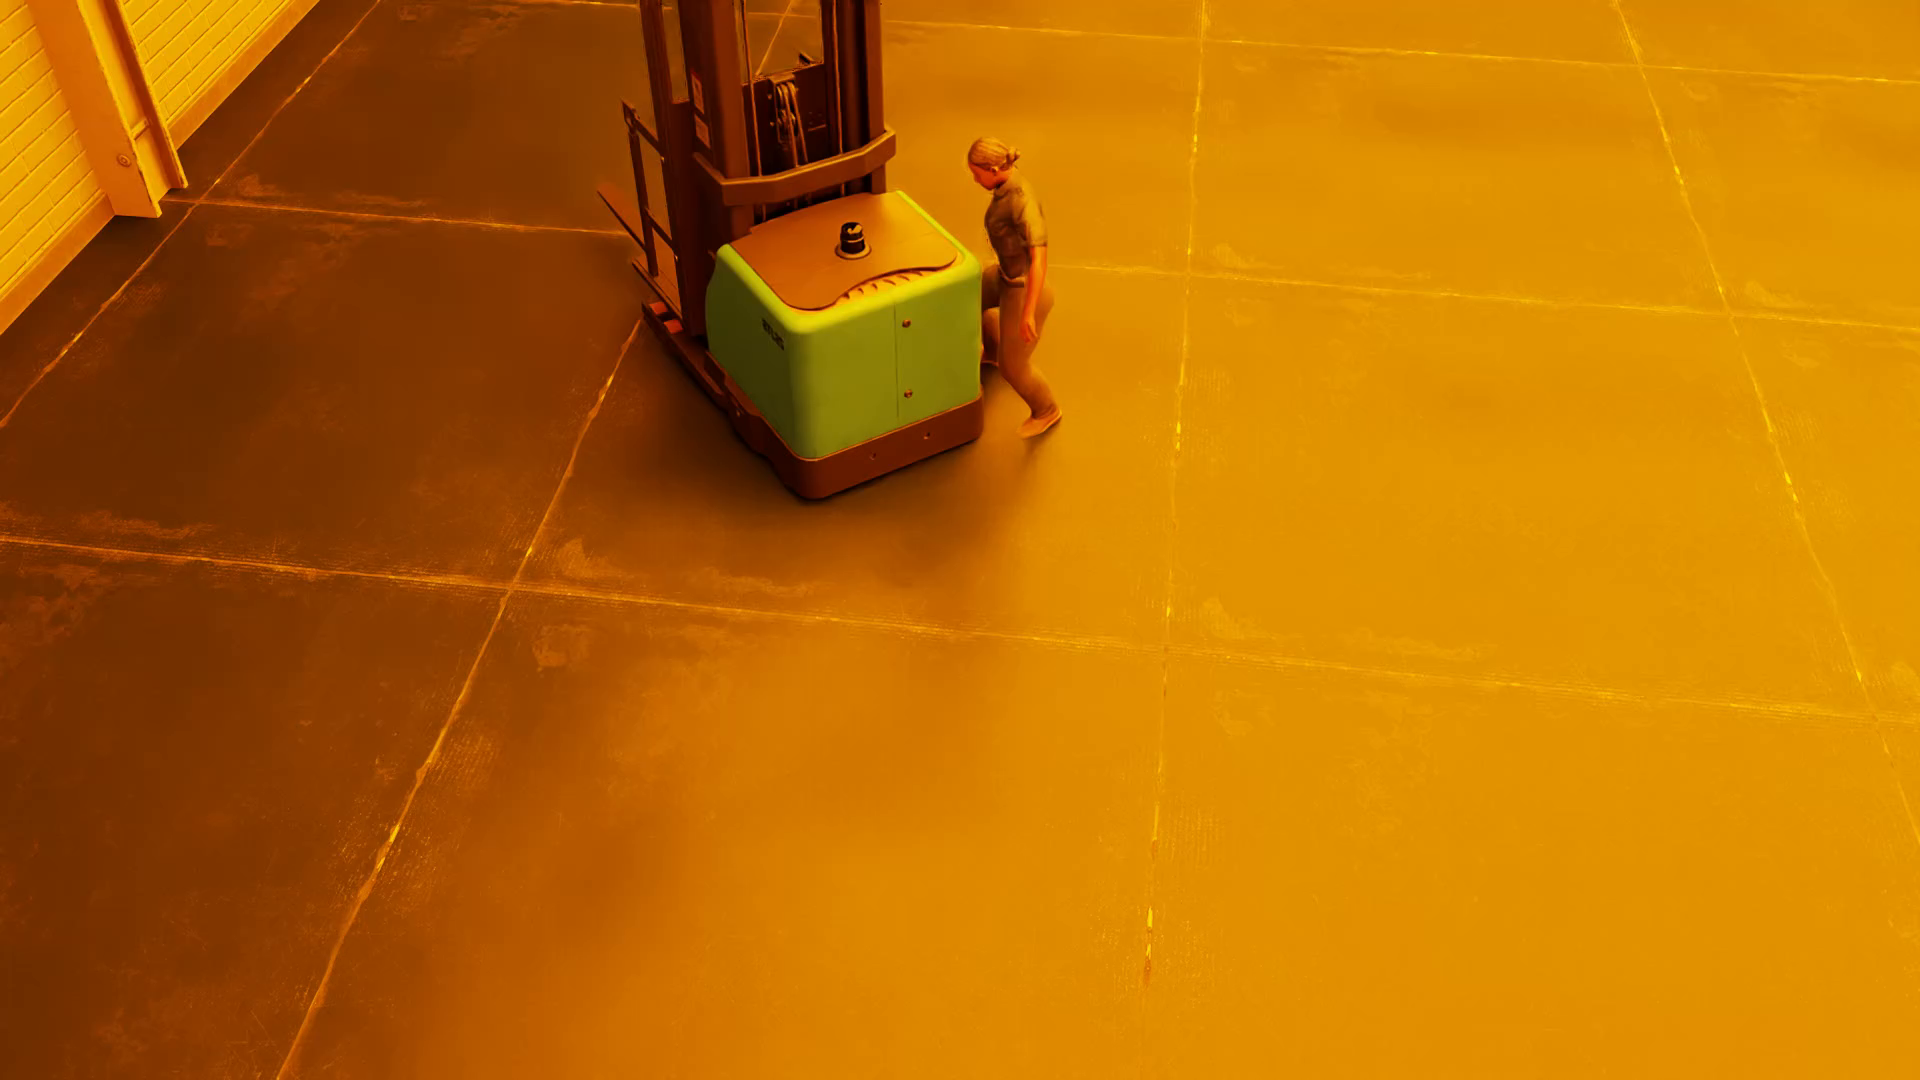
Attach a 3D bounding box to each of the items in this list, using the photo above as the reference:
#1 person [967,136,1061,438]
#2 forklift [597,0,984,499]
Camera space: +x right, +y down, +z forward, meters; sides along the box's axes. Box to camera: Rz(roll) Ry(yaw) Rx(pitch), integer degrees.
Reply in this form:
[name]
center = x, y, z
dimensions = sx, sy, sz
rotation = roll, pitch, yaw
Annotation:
[person]
center = 0.274, -1.227, 8.095
dimensions = 0.469, 1.592, 1.067
rotation = -7, 43, -8
[forklift]
center = -1.078, -2.257, 8.181
dimensions = 1.130, 2.935, 3.031
rotation = -22, 47, -23
